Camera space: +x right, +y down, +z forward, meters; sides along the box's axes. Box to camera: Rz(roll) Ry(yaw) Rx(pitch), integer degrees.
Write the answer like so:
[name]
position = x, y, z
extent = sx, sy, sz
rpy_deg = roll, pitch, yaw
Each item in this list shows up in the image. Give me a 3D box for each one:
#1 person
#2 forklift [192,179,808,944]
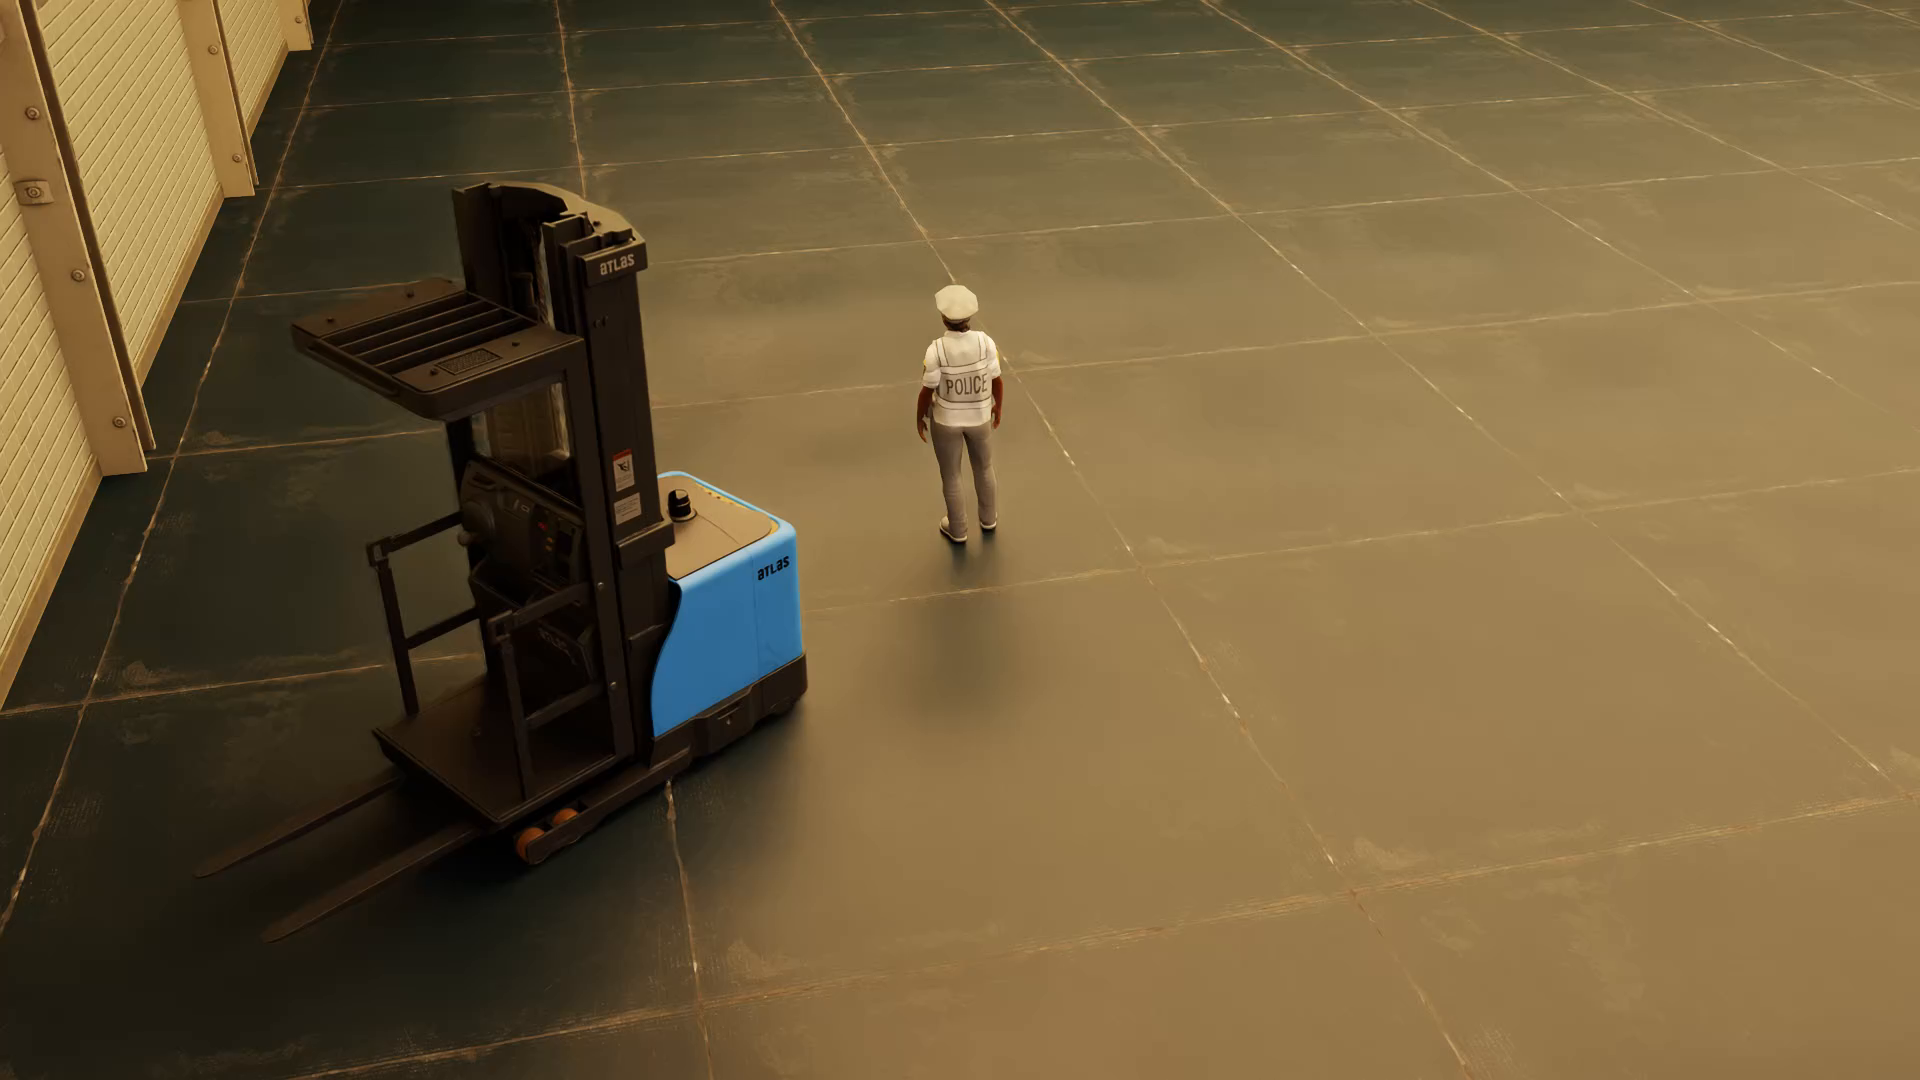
[person]
position = 0.002, -0.778, 10.139
extent = 0.569, 1.694, 0.529
rpy_deg = -7, 31, -12
[forklift]
position = -2.187, -0.028, 7.623
extent = 1.130, 2.935, 3.031
rpy_deg = 25, 38, 36
